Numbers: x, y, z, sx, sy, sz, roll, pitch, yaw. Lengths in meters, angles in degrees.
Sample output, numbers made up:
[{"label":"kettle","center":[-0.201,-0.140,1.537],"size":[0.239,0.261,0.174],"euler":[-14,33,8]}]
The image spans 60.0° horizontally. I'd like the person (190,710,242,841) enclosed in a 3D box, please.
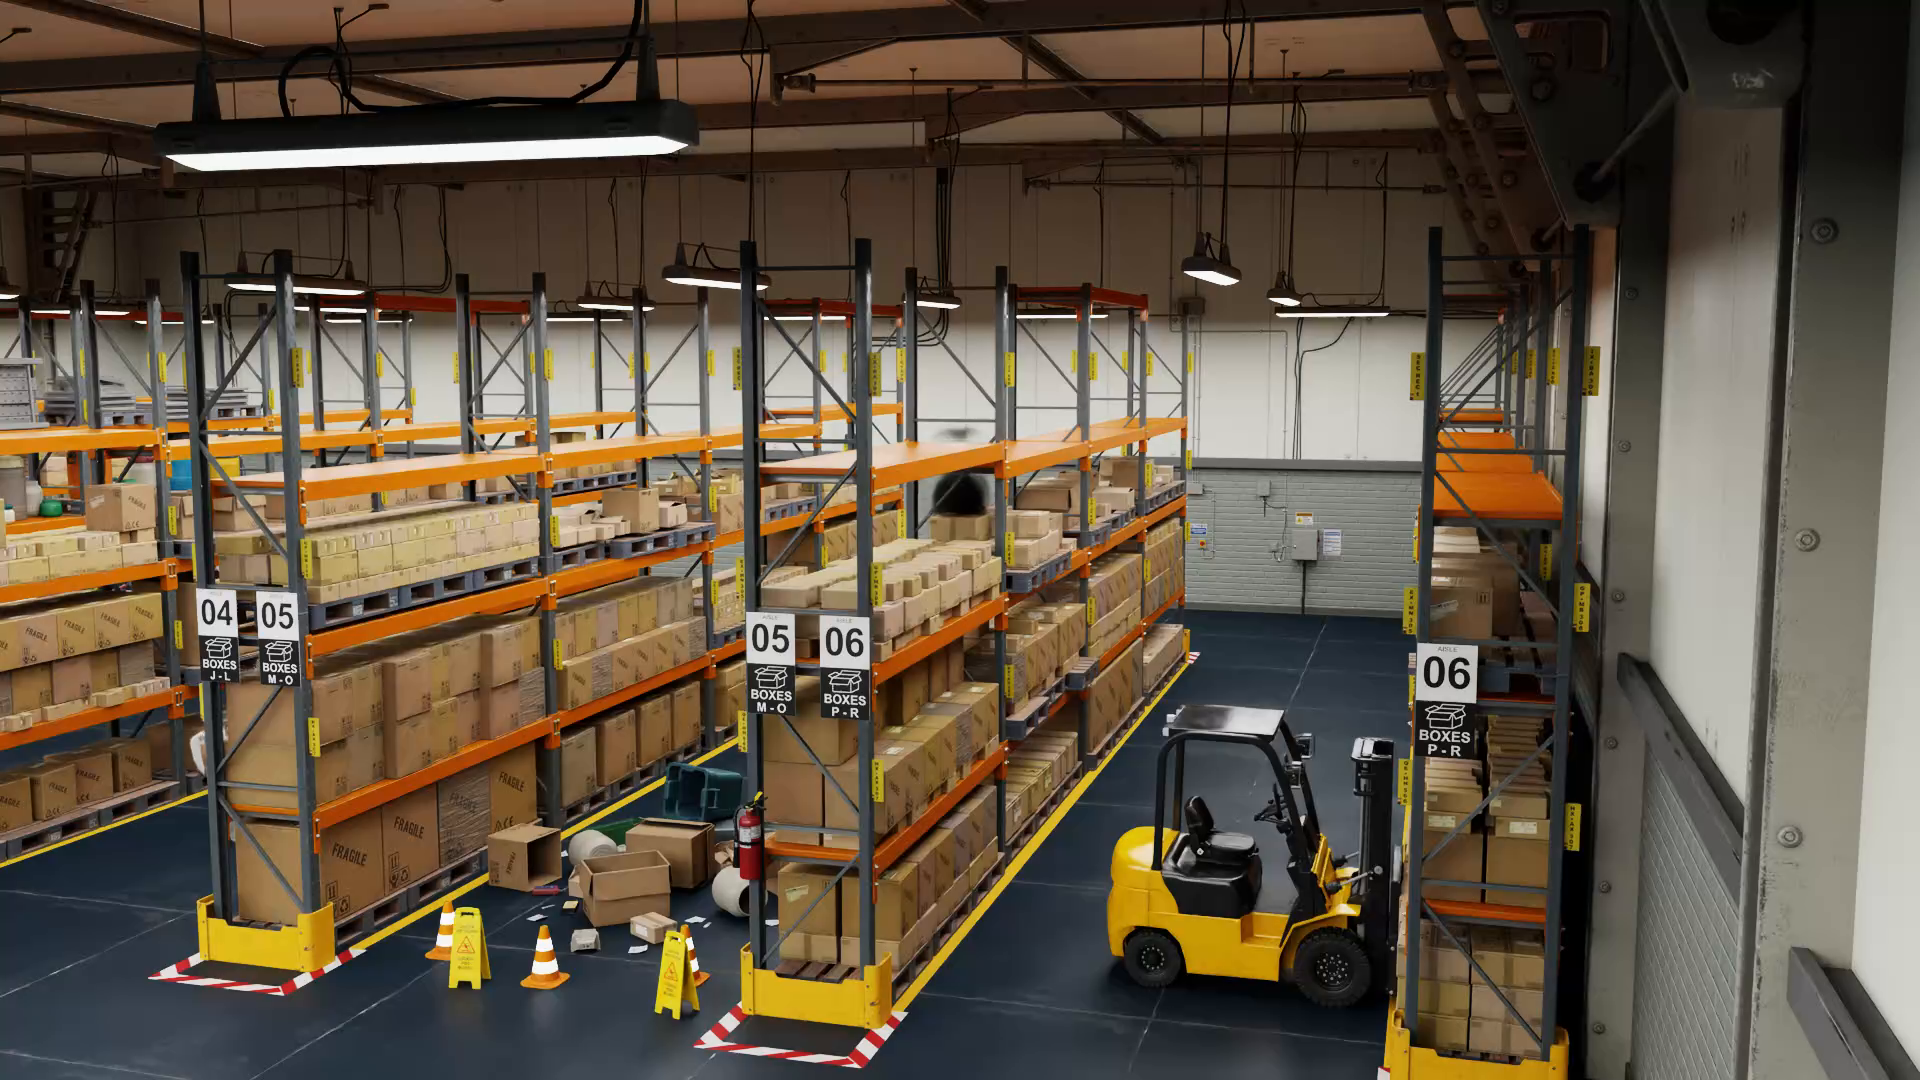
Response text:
[{"label":"person","center":[-7.733,2.483,17.504],"size":[0.645,1.490,0.758],"euler":[-3,7,-25]}]
